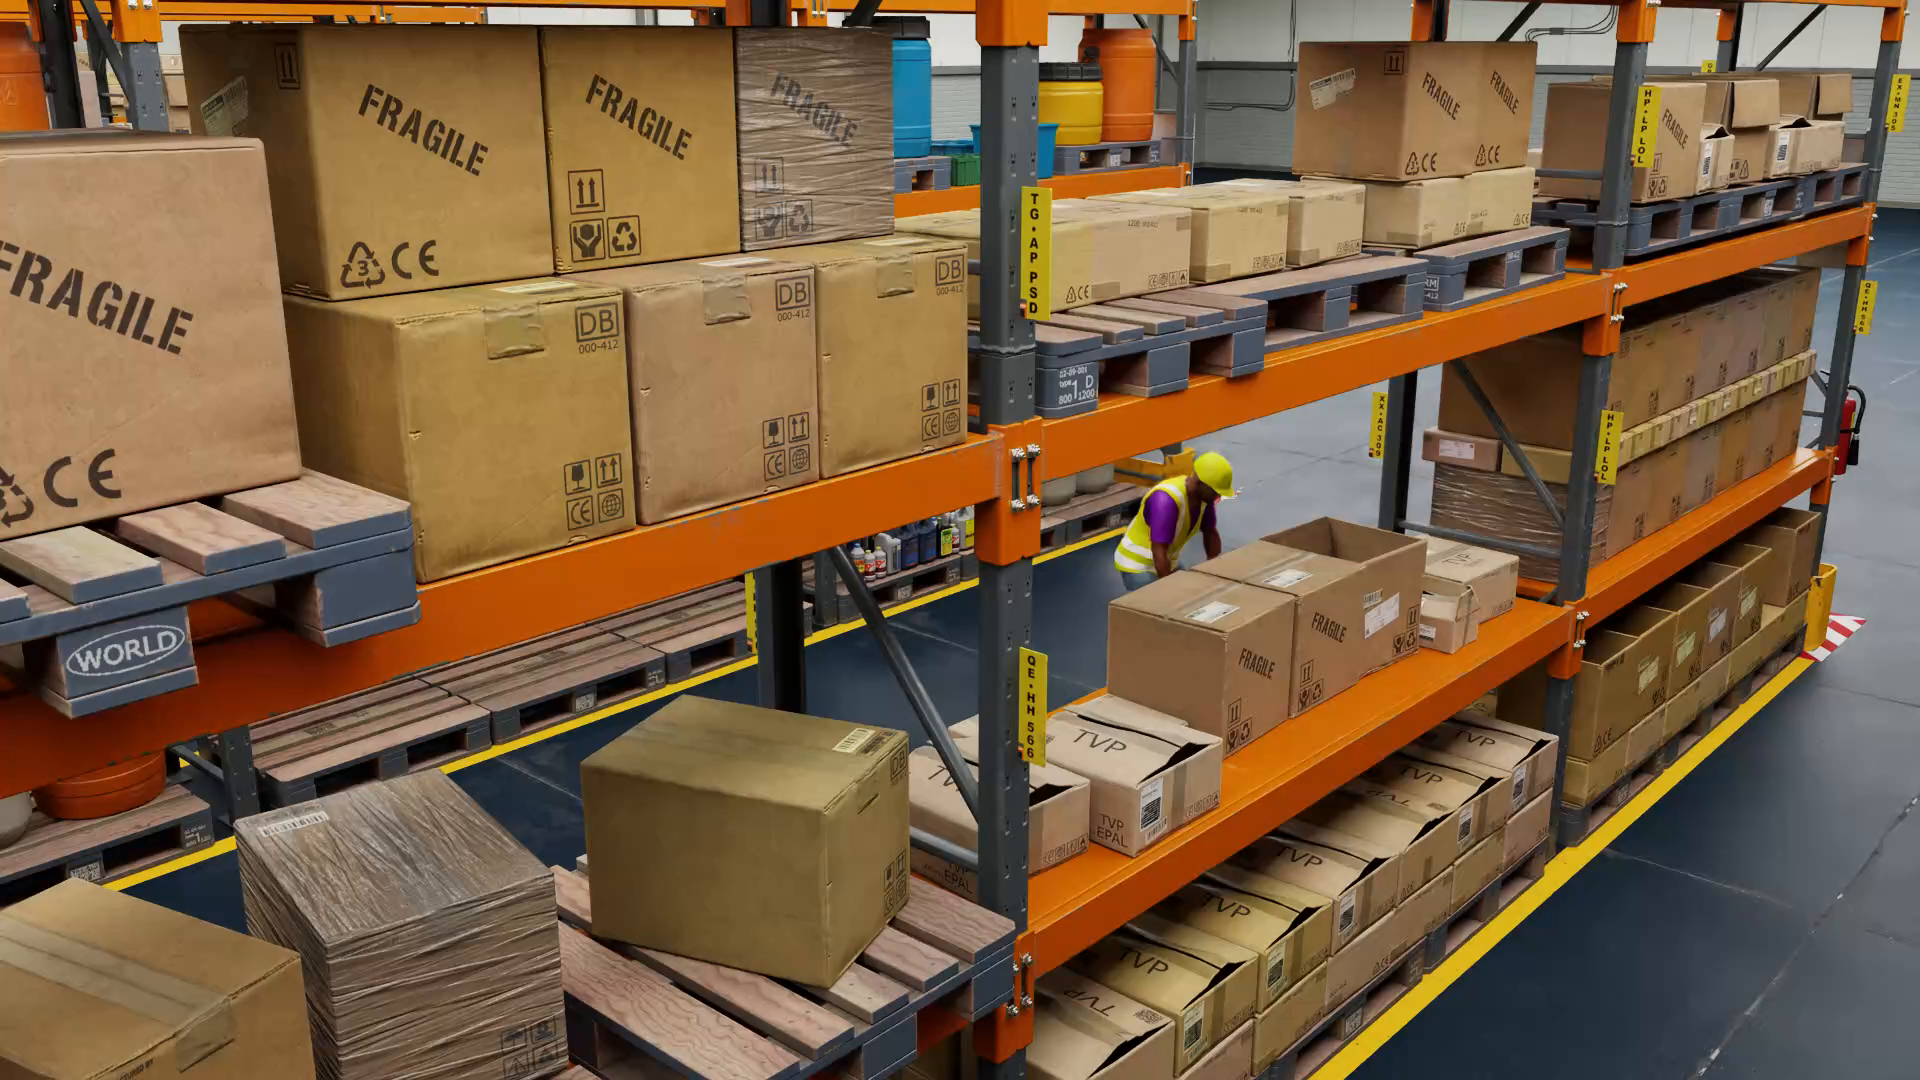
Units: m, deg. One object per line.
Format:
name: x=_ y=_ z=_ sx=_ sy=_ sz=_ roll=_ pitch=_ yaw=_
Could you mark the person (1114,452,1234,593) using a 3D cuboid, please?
person: x=1.277 y=0.187 z=9.814 sx=0.687 sy=1.517 sz=0.627 roll=15 pitch=22 yaw=40
